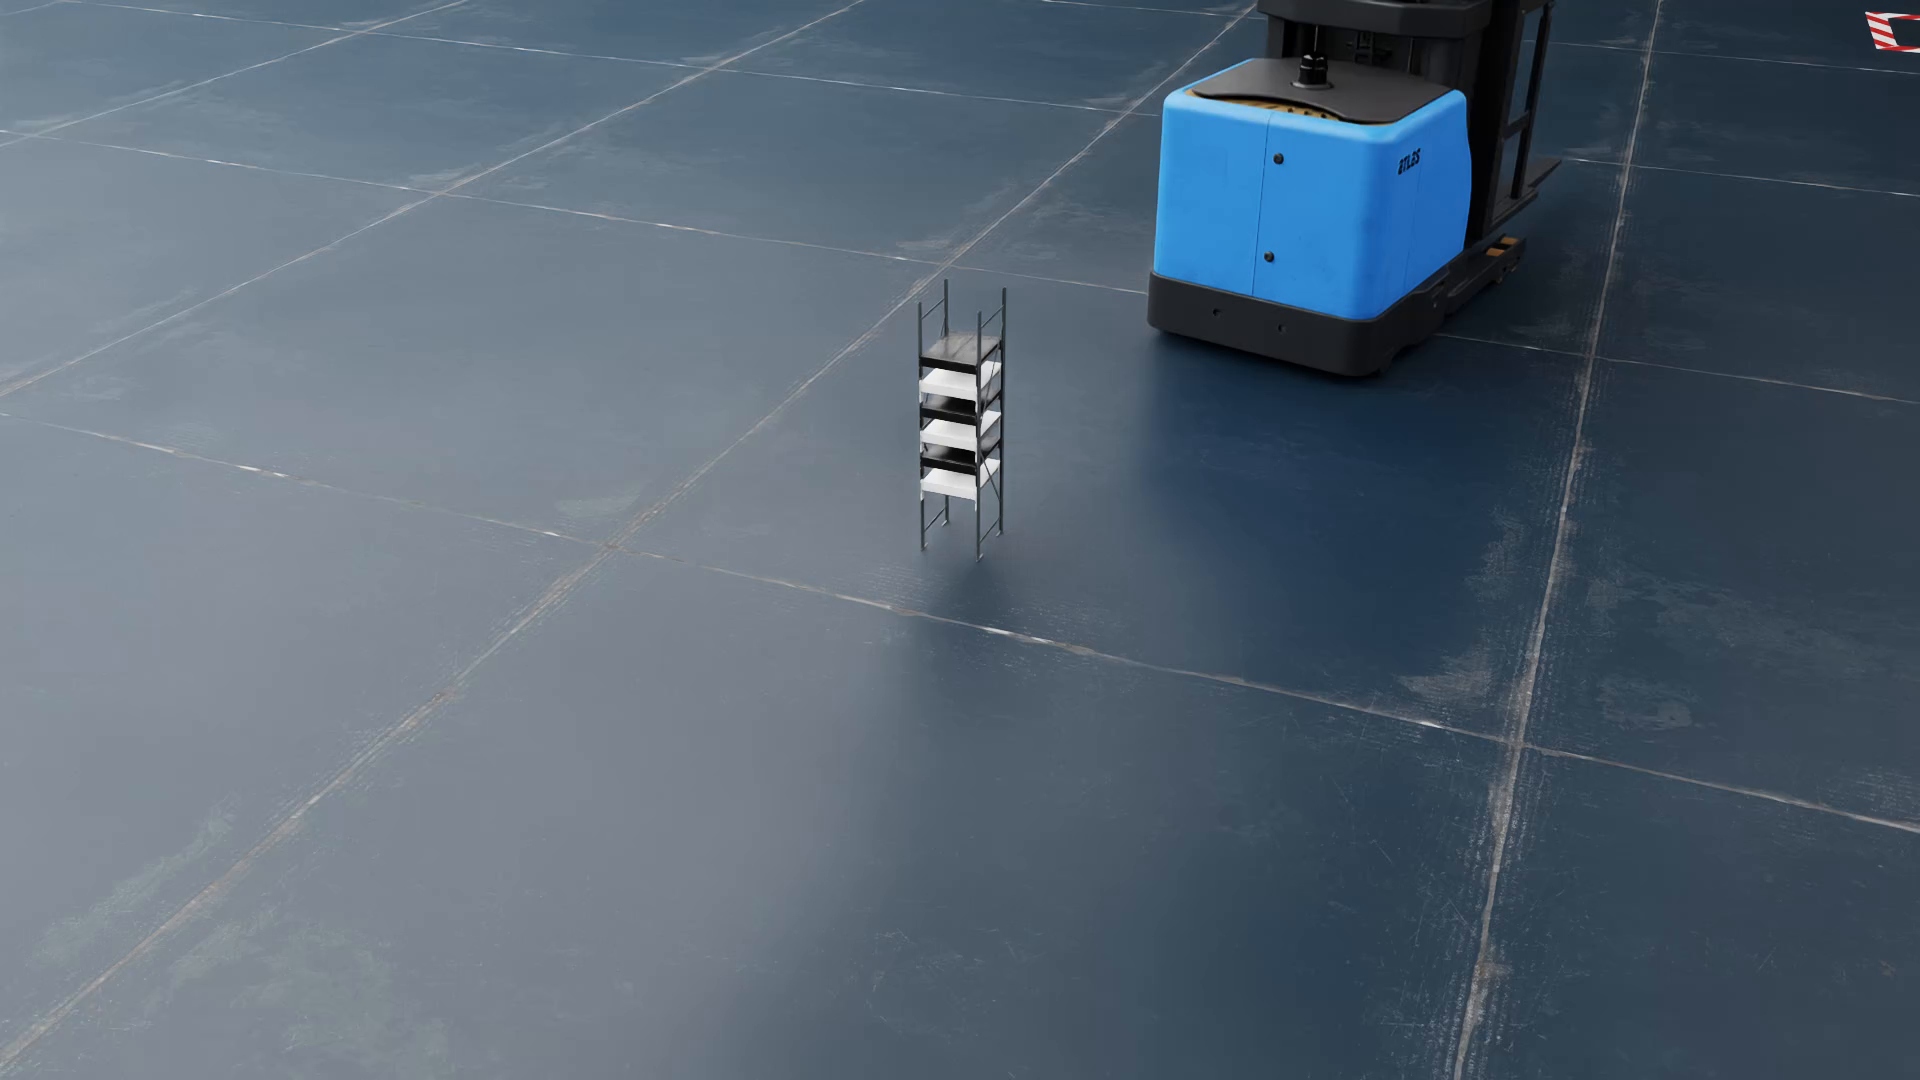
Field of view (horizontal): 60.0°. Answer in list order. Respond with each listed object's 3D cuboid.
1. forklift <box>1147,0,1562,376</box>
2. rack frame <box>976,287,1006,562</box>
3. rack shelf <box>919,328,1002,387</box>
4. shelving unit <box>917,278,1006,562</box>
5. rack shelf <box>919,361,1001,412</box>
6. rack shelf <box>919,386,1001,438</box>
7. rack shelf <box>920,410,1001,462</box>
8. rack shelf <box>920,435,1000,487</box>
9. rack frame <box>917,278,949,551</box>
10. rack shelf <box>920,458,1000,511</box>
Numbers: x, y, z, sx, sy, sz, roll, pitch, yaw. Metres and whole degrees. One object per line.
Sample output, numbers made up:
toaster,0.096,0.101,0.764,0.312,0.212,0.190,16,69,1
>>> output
forklift,2.080,-2.618,7.403,1.130,2.935,3.031,19,35,30
rack frame,0.102,-0.371,5.493,0.006,0.900,0.240,11,31,19
rack shelf,0.008,-0.596,5.409,0.200,0.077,0.258,11,31,19
shelving unit,0.008,-0.390,5.526,0.210,0.900,0.258,11,31,19
rack shelf,0.008,-0.518,5.454,0.200,0.077,0.258,11,31,19
rack shelf,0.008,-0.440,5.498,0.200,0.077,0.258,11,31,19
rack shelf,0.008,-0.361,5.542,0.200,0.077,0.258,11,31,19
rack shelf,0.008,-0.283,5.587,0.200,0.077,0.258,11,31,19
rack frame,-0.087,-0.409,5.559,0.006,0.900,0.240,11,31,19
rack shelf,0.008,-0.205,5.631,0.200,0.077,0.258,11,31,19
